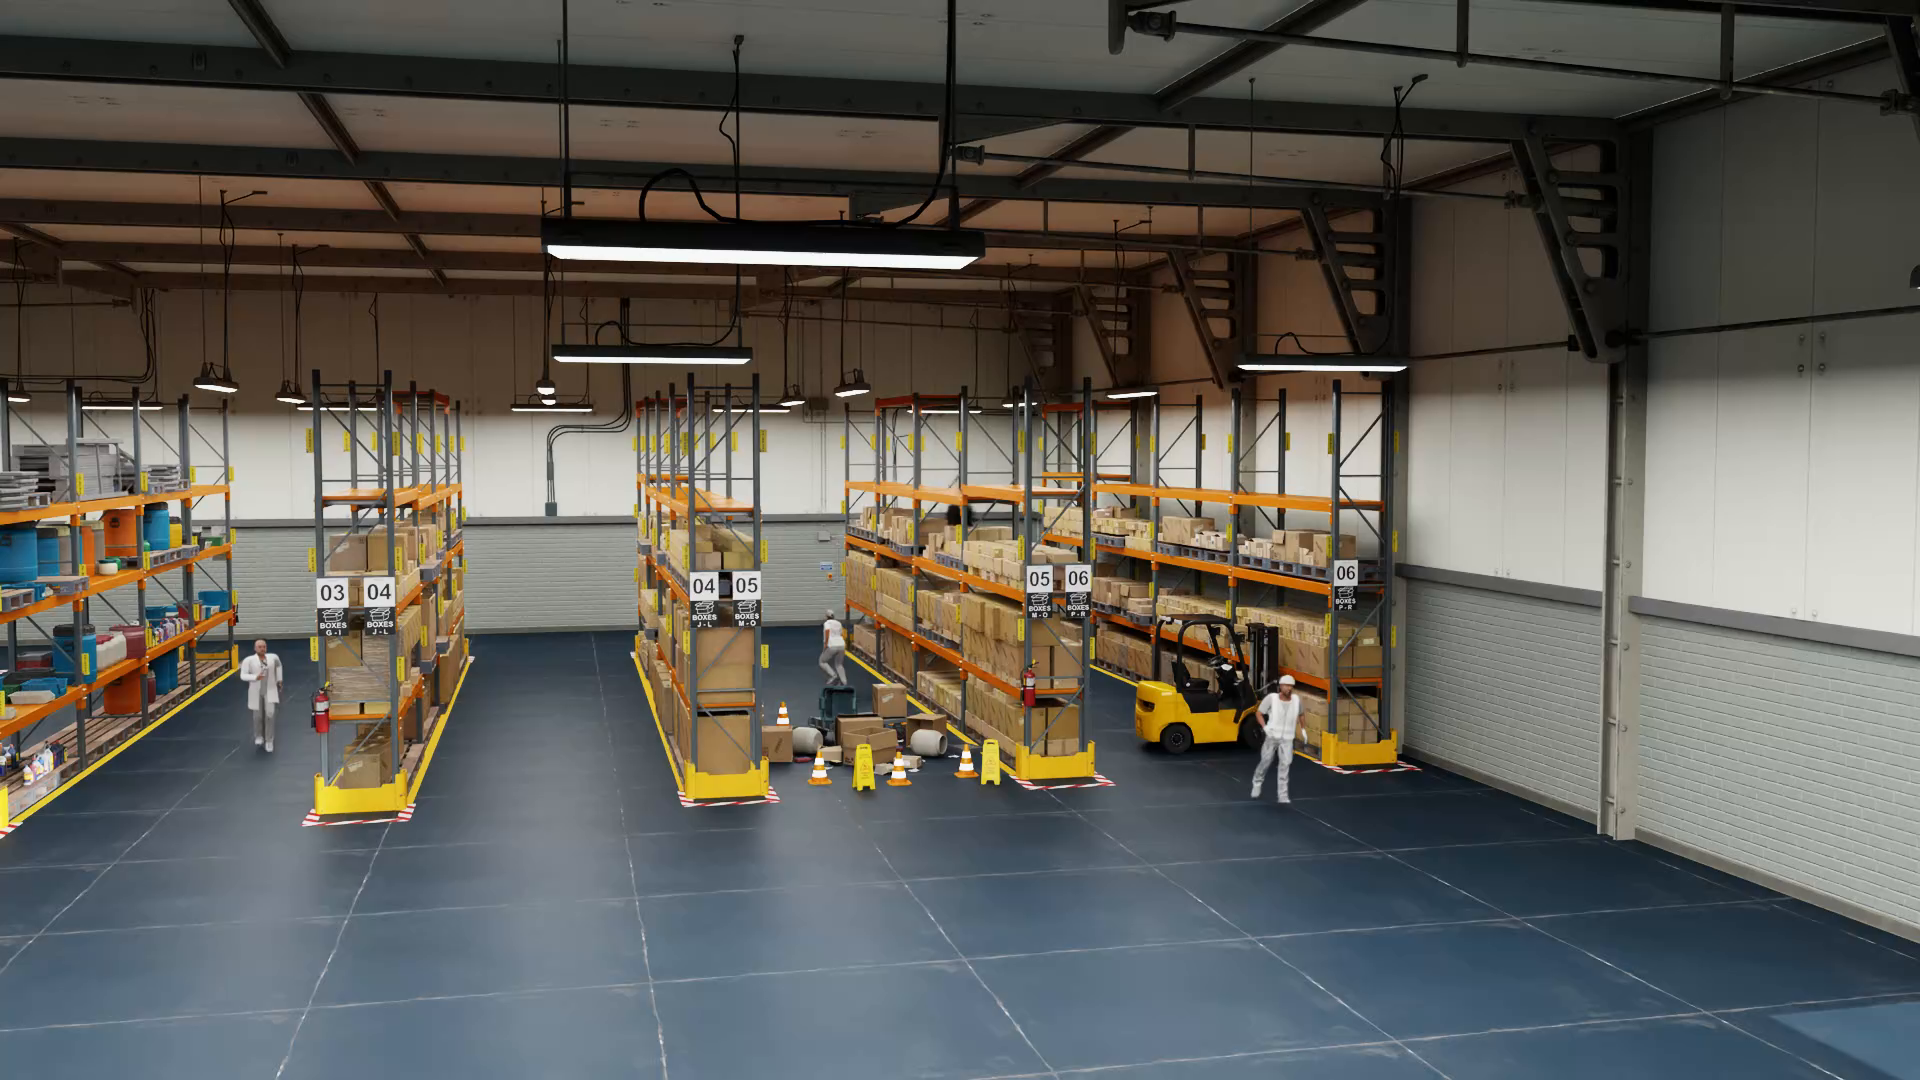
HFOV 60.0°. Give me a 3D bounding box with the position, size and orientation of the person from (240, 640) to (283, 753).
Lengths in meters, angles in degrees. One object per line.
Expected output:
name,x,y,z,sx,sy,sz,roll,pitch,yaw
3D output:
person,-11.411,2.546,27.185,0.645,1.847,0.931,-2,4,-25

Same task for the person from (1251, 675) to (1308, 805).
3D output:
person,4.470,2.748,23.036,0.724,1.764,1.006,0,3,-5

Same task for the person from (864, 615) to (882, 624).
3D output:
person,-2.149,1.655,42.375,0.923,1.809,0.667,-1,4,-24

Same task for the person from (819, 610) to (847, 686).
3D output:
person,-2.647,2.235,34.394,0.607,1.555,0.807,-3,4,-40
